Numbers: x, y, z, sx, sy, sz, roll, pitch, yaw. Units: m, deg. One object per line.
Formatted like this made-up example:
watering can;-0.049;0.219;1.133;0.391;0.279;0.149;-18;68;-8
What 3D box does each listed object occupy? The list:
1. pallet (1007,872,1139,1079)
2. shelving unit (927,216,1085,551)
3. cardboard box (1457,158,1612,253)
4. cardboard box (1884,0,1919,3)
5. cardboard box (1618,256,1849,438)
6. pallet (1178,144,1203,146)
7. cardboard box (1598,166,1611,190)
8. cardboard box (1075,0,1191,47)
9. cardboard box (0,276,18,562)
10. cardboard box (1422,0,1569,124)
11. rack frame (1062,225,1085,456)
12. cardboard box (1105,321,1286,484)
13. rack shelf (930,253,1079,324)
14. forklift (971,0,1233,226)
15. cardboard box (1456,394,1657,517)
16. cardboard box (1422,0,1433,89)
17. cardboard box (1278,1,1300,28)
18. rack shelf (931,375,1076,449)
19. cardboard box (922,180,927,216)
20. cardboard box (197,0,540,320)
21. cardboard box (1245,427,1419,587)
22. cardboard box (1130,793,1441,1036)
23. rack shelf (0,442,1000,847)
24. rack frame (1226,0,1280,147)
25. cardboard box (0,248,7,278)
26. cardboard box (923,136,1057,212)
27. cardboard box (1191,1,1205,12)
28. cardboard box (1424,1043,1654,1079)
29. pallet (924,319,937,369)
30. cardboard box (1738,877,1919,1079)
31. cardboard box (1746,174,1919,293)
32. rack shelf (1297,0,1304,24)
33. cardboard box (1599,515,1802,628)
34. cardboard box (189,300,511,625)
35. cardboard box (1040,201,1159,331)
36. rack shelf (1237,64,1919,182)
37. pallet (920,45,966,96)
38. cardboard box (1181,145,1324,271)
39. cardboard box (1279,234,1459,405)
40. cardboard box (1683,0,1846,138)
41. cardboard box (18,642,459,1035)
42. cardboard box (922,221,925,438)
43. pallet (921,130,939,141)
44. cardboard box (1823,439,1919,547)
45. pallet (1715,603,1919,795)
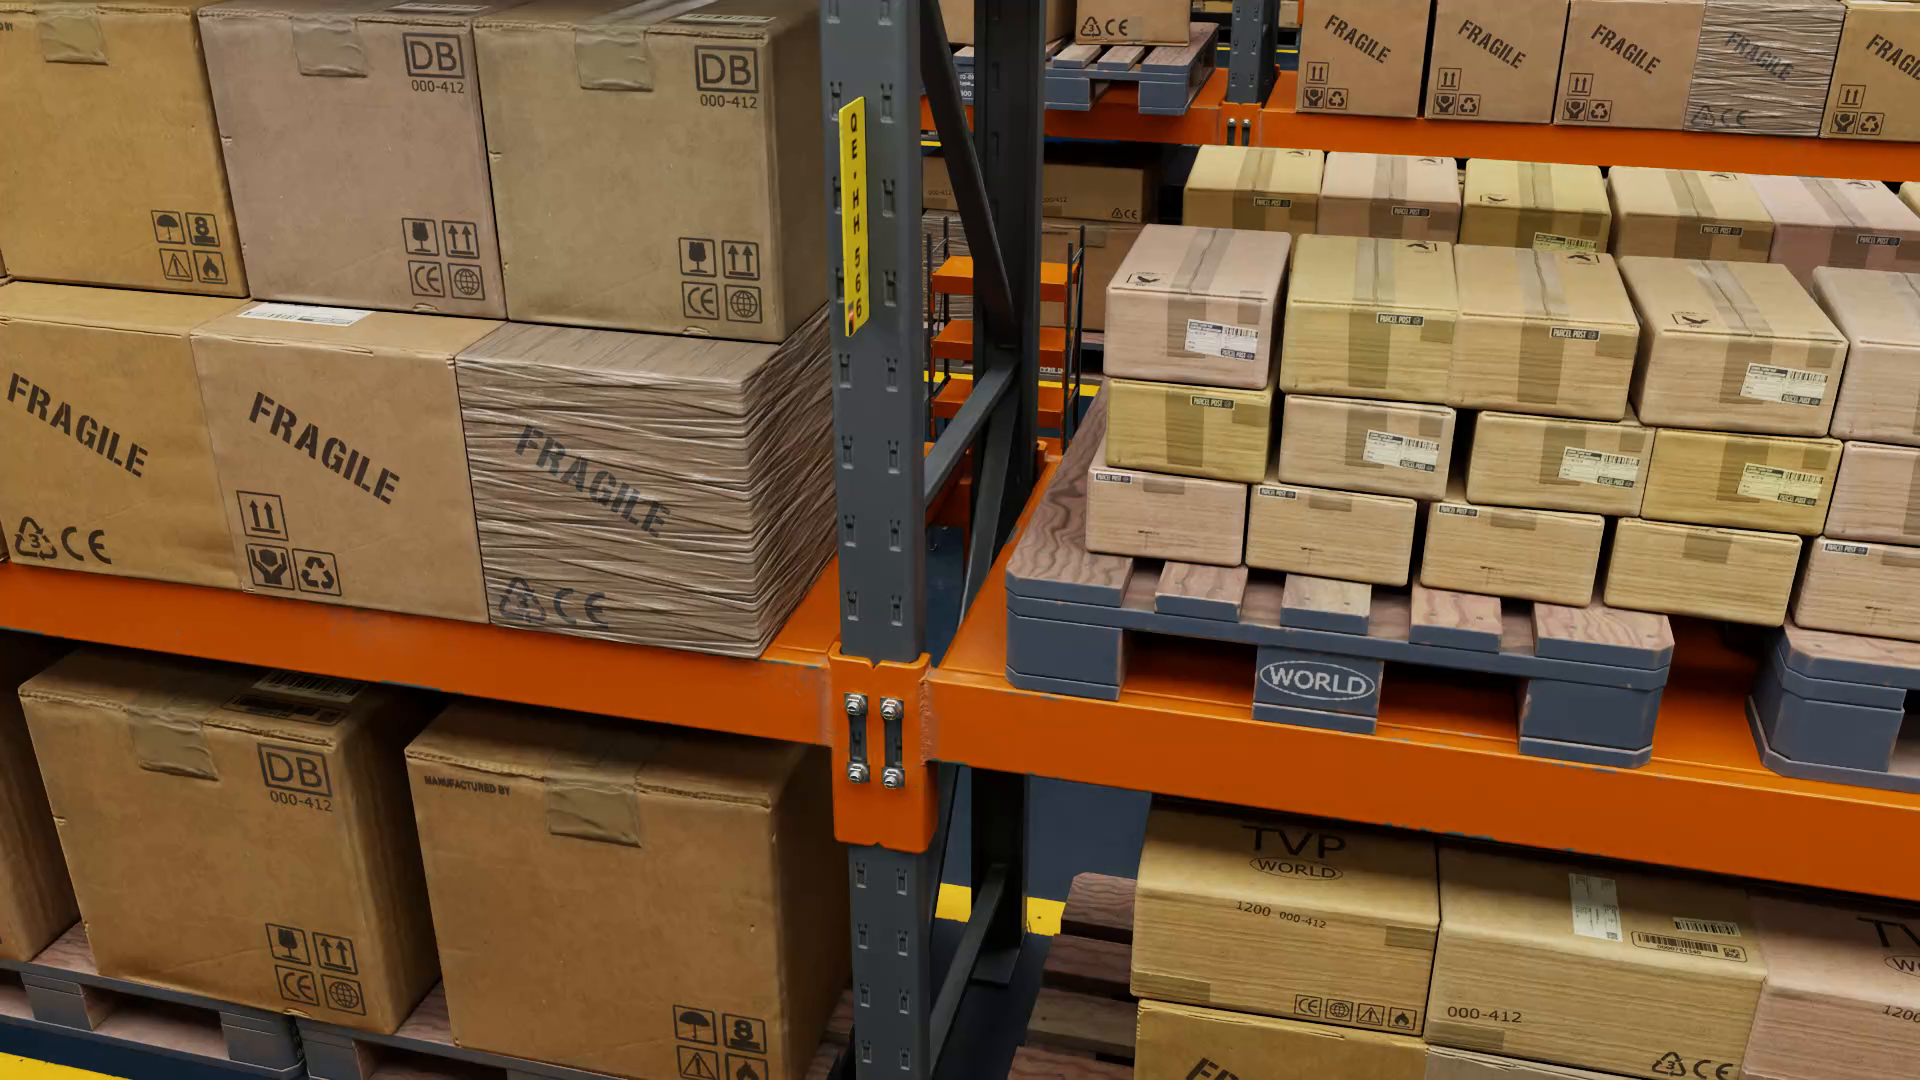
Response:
pallet;0.741;1.175;3.537;1.213;0.211;1.003;6;26;13
shelving unit;0.160;-0.524;5.955;0.503;1.200;0.258;6;26;13
cardboard box;1.070;-0.596;3.124;0.250;0.149;0.380;7;26;15
cardboard box;3.909;-2.436;6.593;0.637;0.503;0.797;7;26;14
cardboard box;1.138;-0.299;2.500;0.250;0.149;0.380;5;26;11
pallet;1.811;-3.125;12.568;1.213;0.211;1.003;6;26;13
cardboard box;2.842;-1.272;7.415;0.875;0.875;1.225;6;26;13
cardboard box;0.785;-2.499;7.404;0.500;0.500;0.500;3;26;7
cardboard box;-1.983;-0.311;3.297;0.500;0.500;0.500;7;26;14
cardboard box;2.221;-2.048;6.946;0.500;0.500;0.500;6;26;12
rack frame;0.397;-0.498;5.900;0.015;1.200;0.240;6;26;13
cardboard box;0.403;-0.244;2.730;0.250;0.149;0.380;7;26;15
rack shelf;0.160;-0.879;5.786;0.480;0.148;0.258;6;26;13
forklift;1.493;-3.317;9.808;3.031;2.935;1.130;6;26;12
cardboard box;0.925;-0.188;2.614;0.250;0.149;0.380;5;26;11
cardboard box;2.339;-2.262;7.396;0.500;0.500;0.500;6;26;13
cardboard box;3.218;-5.249;16.497;0.500;0.250;0.500;7;26;14
rack shelf;0.160;-0.463;5.984;0.480;0.148;0.258;6;26;13
cardboard box;-0.427;-1.468;8.240;0.500;0.500;0.700;9;27;17
cardboard box;-0.938;-0.771;3.100;0.500;0.500;0.700;6;26;12
cardboard box;0.628;-0.084;2.741;0.250;0.149;0.380;8;26;16
cardboard box;0.592;0.606;3.034;0.500;0.250;0.500;5;26;11
rack shelf;-1.952;-0.058;3.719;4.000;0.370;1.077;6;26;13
rack frame;1.318;-2.223;7.429;0.127;3.000;1.000;6;26;13
cardboard box;-1.930;-0.880;3.329;0.500;0.500;0.700;6;26;12
cardboard box;0.145;-1.743;7.945;0.500;0.250;0.500;9;27;19
cardboard box;2.232;-5.358;16.725;0.500;0.250;0.500;7;26;14
cardboard box;1.094;1.005;3.069;0.500;0.500;0.500;7;26;14
pallet;-0.616;-1.179;8.482;1.213;0.211;1.003;6;26;13
cardboard box;1.559;0.719;2.797;0.500;0.250;0.500;7;26;13
cardboard box;1.561;-0.541;3.008;0.250;0.149;0.380;6;26;13
rack shelf;0.614;-4.174;12.365;4.000;0.370;1.077;6;26;13
cardboard box;1.151;-0.027;2.621;0.250;0.149;0.380;8;26;15
cardboard box;-1.001;-0.204;3.073;0.500;0.500;0.500;6;26;13
cardboard box;0.664;-1.356;8.005;0.500;0.500;0.700;5;26;10
rack shelf;3.255;-1.684;7.134;4.000;0.370;1.077;6;26;13
pallet;-0.609;-2.331;7.880;1.213;0.211;1.003;6;26;13
cardboard box;0.574;-0.652;3.241;0.250;0.149;0.380;5;26;11
cardboard box;0.645;-0.356;2.619;0.250;0.149;0.380;6;26;12
cardboard box;3.202;-1.940;6.720;0.500;0.500;0.500;6;26;13
cardboard box;-1.430;0.463;3.917;0.750;0.750;1.050;7;26;14
cardboard box;-0.383;-0.374;3.430;0.500;0.500;0.500;7;26;14
pallet;-0.552;-3.386;13.116;1.213;0.211;1.003;6;26;13
cardboard box;1.411;-0.134;2.501;0.250;0.149;0.380;6;26;13
pallet;1.912;0.113;2.746;1.213;0.211;1.003;6;26;13
